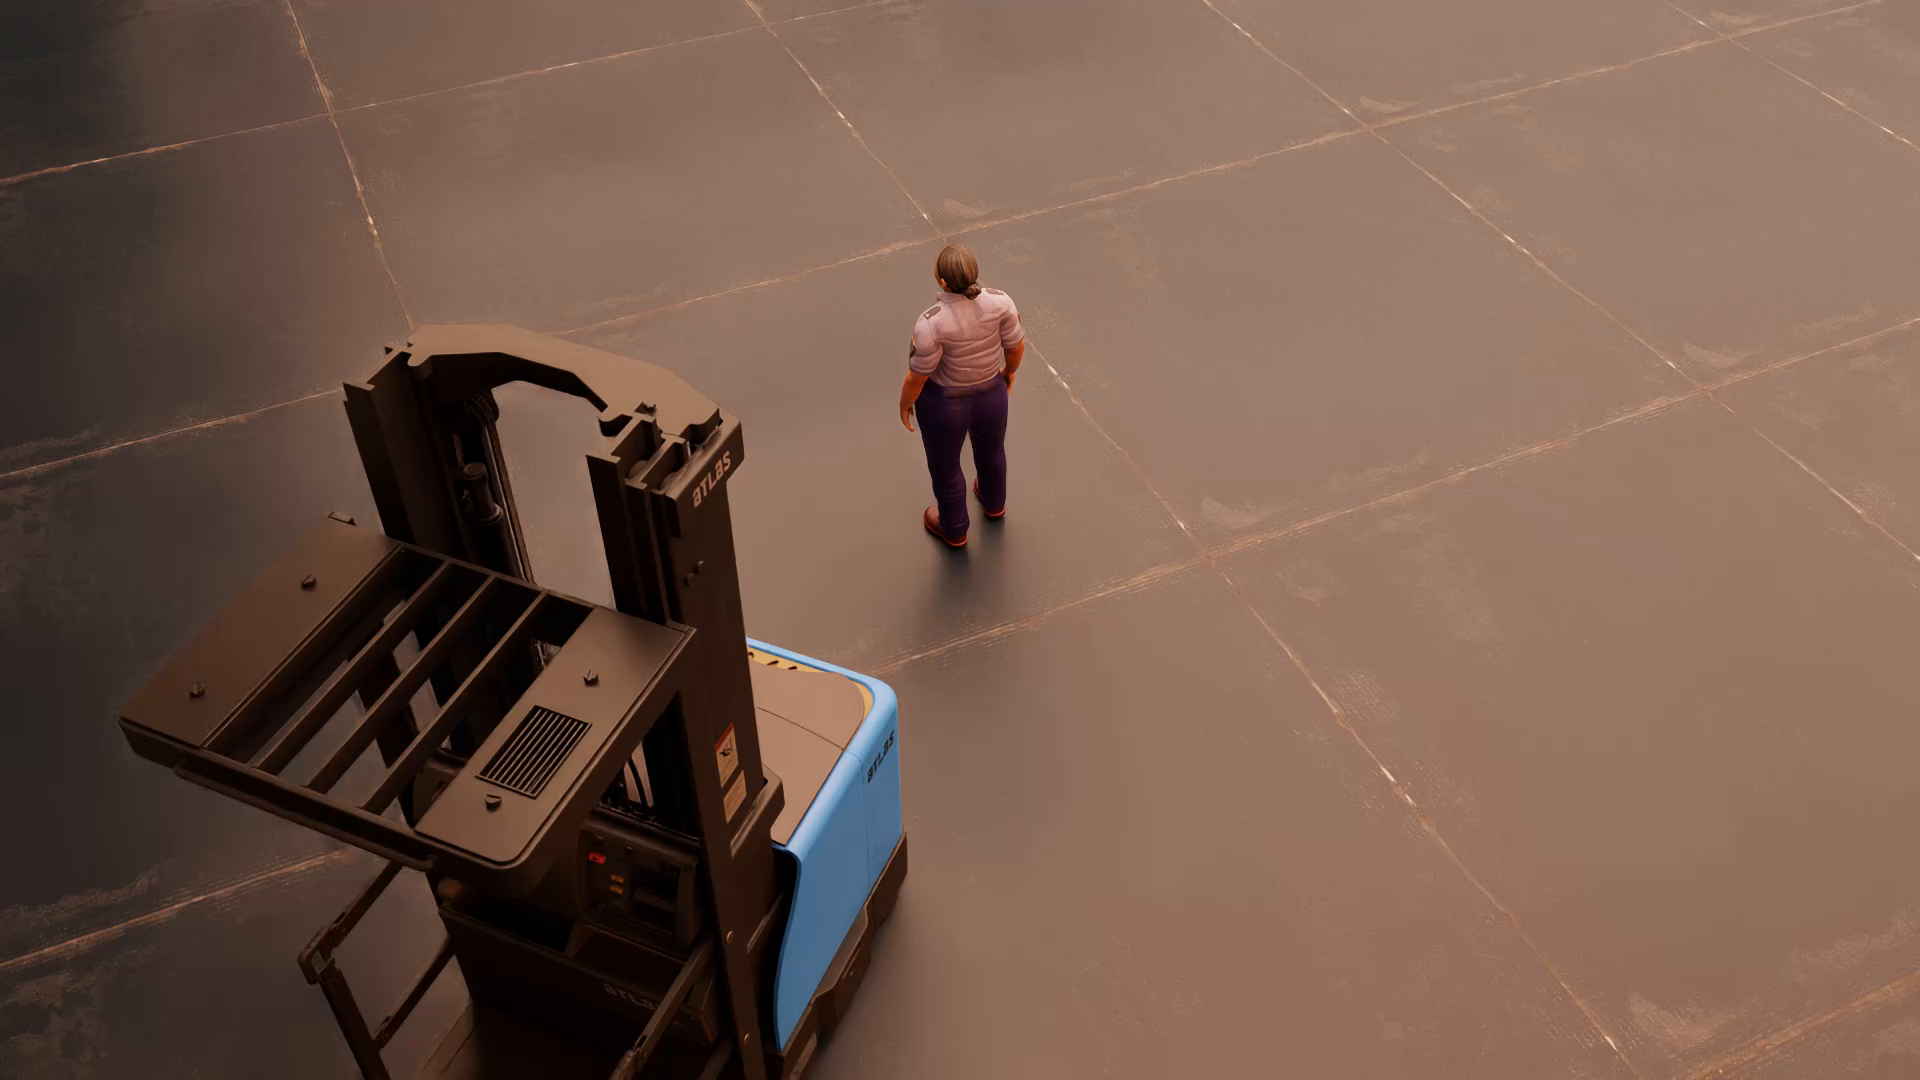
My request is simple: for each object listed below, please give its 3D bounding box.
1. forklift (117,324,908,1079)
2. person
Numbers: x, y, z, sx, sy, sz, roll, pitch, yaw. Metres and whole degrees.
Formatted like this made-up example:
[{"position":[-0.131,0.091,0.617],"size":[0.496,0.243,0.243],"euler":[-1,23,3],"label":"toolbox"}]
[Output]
[{"position":[-1.243,1.009,4.599],"size":[1.130,2.935,3.031],"euler":[16,45,17],"label":"forklift"},{"position":[-0.017,-0.670,7.328],"size":[0.598,1.651,0.502],"euler":[-18,46,-18],"label":"person"}]
